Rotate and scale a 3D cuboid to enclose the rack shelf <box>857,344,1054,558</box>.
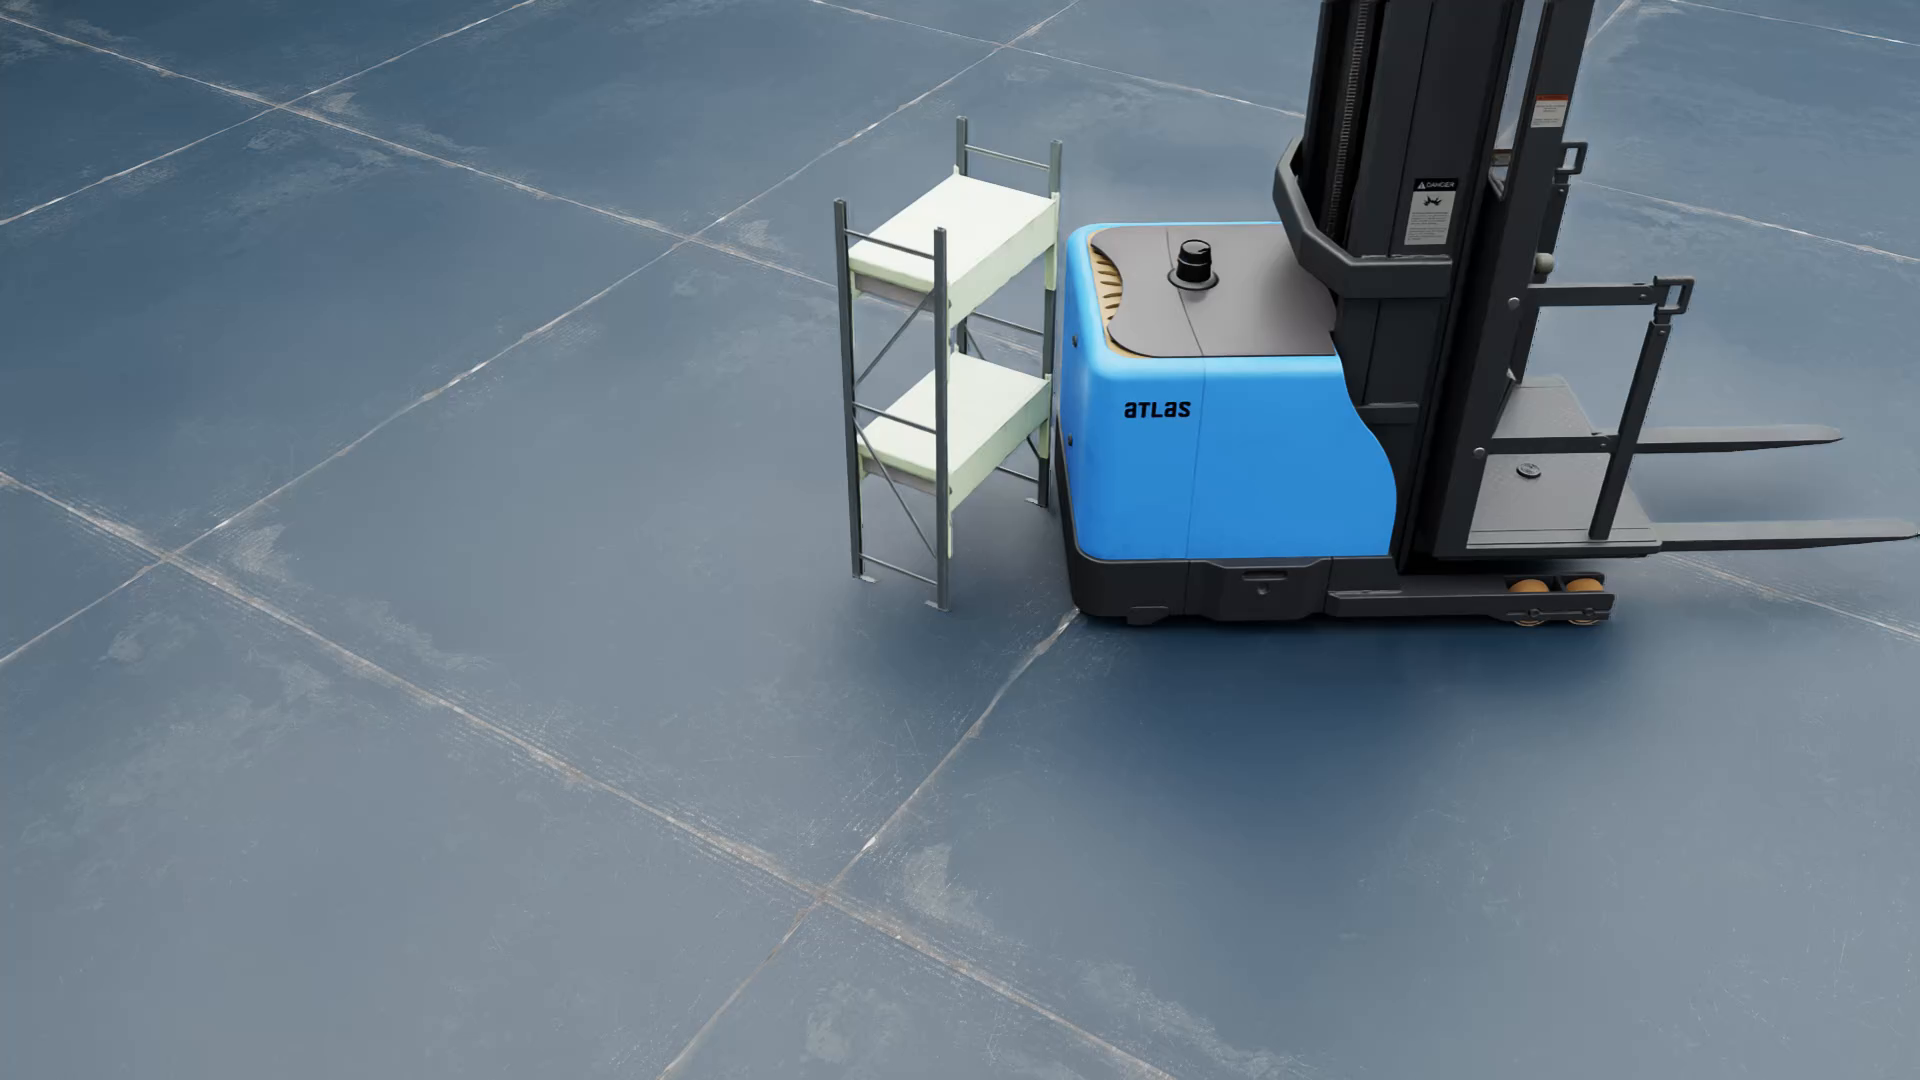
[{"bbox_3d":[-0.027,-0.335,5.990,0.431,0.370,0.720,20,42,24],"label":"rack shelf"}]

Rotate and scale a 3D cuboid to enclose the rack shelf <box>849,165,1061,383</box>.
[{"bbox_3d":[-0.027,-0.902,5.552,0.431,0.370,0.720,20,42,24],"label":"rack shelf"}]

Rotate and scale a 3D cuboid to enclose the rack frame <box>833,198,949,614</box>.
[{"bbox_3d":[-0.216,-0.402,5.543,0.400,1.500,0.023,20,42,24],"label":"rack frame"}]

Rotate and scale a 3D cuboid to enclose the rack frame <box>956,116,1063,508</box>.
[{"bbox_3d":[0.163,-0.784,6.038,0.400,1.500,0.023,20,42,24],"label":"rack frame"}]

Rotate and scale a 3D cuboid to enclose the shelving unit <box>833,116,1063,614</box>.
[{"bbox_3d":[-0.027,-0.593,5.791,0.431,1.500,0.755,20,42,24],"label":"shelving unit"}]

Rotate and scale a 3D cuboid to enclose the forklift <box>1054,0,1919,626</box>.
[{"bbox_3d":[1.897,-1.182,5.383,3.031,2.935,1.130,-1,38,-1],"label":"forklift"}]
